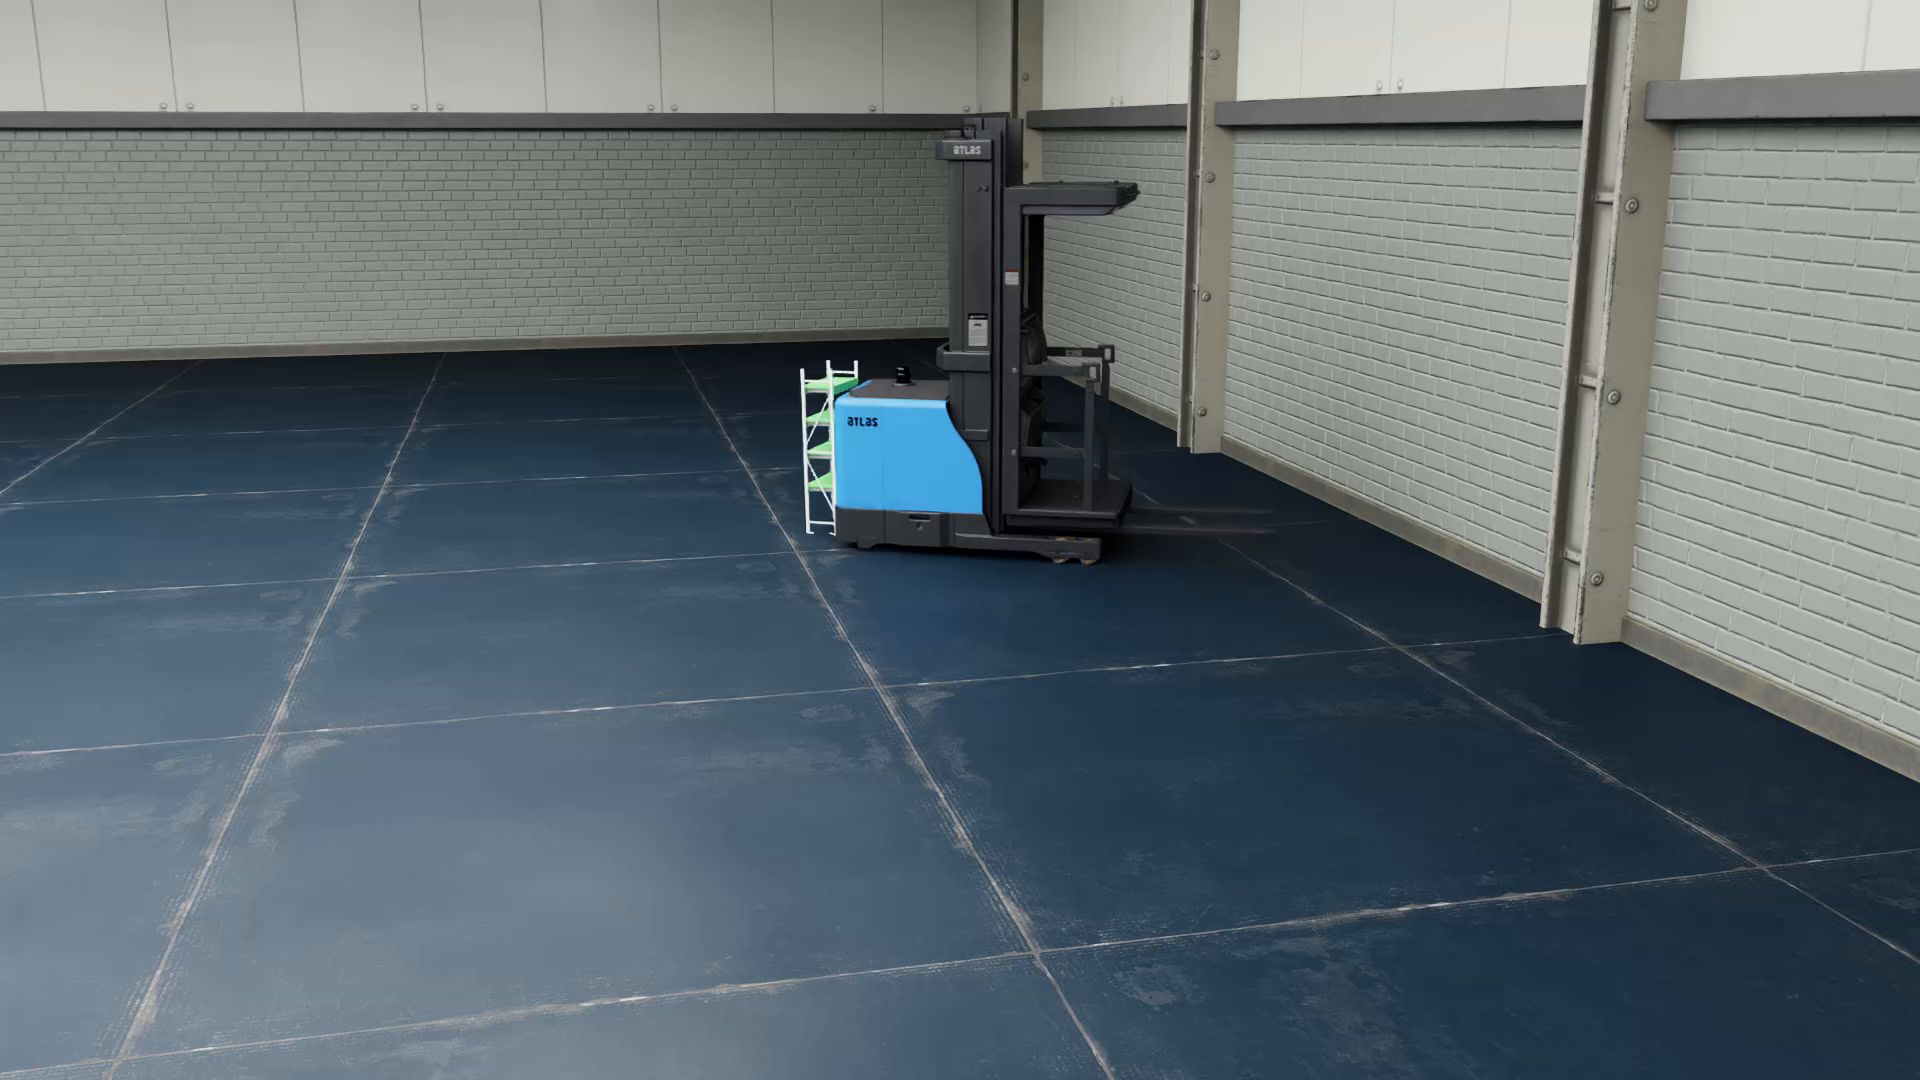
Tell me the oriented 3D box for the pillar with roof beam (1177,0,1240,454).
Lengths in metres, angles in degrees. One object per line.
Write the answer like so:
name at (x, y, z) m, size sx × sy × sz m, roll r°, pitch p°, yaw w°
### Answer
pillar with roof beam at (-1.965, -4.973, 13.322) m, size 9.100 × 9.000 × 0.400 m, roll -3°, pitch 14°, yaw -13°

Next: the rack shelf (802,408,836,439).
rack shelf at (-0.938, -0.854, 12.145) m, size 0.258 × 0.148 × 0.480 m, roll 3°, pitch 14°, yaw 18°

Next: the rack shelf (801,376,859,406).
rack shelf at (-0.942, -1.088, 12.089) m, size 0.258 × 0.148 × 0.480 m, roll 3°, pitch 14°, yaw 18°

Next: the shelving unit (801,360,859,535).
shelving unit at (-0.936, -0.683, 12.186) m, size 0.258 × 1.200 × 0.503 m, roll 3°, pitch 14°, yaw 18°

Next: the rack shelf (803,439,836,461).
rack shelf at (-0.935, -0.621, 12.201) m, size 0.258 × 0.148 × 0.480 m, roll 3°, pitch 14°, yaw 18°

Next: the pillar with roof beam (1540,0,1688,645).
pillar with roof beam at (-0.556, -3.589, 7.656) m, size 9.100 × 9.000 × 0.400 m, roll -3°, pitch 14°, yaw -13°

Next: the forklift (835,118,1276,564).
forklift at (0.694, -1.399, 11.477) m, size 3.031 × 2.935 × 1.130 m, roll 3°, pitch 14°, yaw 11°

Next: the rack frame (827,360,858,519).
rack frame at (-0.861, -0.738, 12.412) m, size 0.240 × 1.200 × 0.015 m, roll 3°, pitch 14°, yaw 18°

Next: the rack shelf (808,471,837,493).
rack shelf at (-0.931, -0.388, 12.257) m, size 0.258 × 0.148 × 0.480 m, roll 3°, pitch 14°, yaw 18°

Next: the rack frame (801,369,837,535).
rack frame at (-1.010, -0.628, 11.961) m, size 0.240 × 1.200 × 0.015 m, roll 3°, pitch 14°, yaw 18°

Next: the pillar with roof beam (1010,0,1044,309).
pillar with roof beam at (-3.374, -6.357, 18.987) m, size 9.100 × 9.000 × 0.400 m, roll -3°, pitch 14°, yaw -13°
